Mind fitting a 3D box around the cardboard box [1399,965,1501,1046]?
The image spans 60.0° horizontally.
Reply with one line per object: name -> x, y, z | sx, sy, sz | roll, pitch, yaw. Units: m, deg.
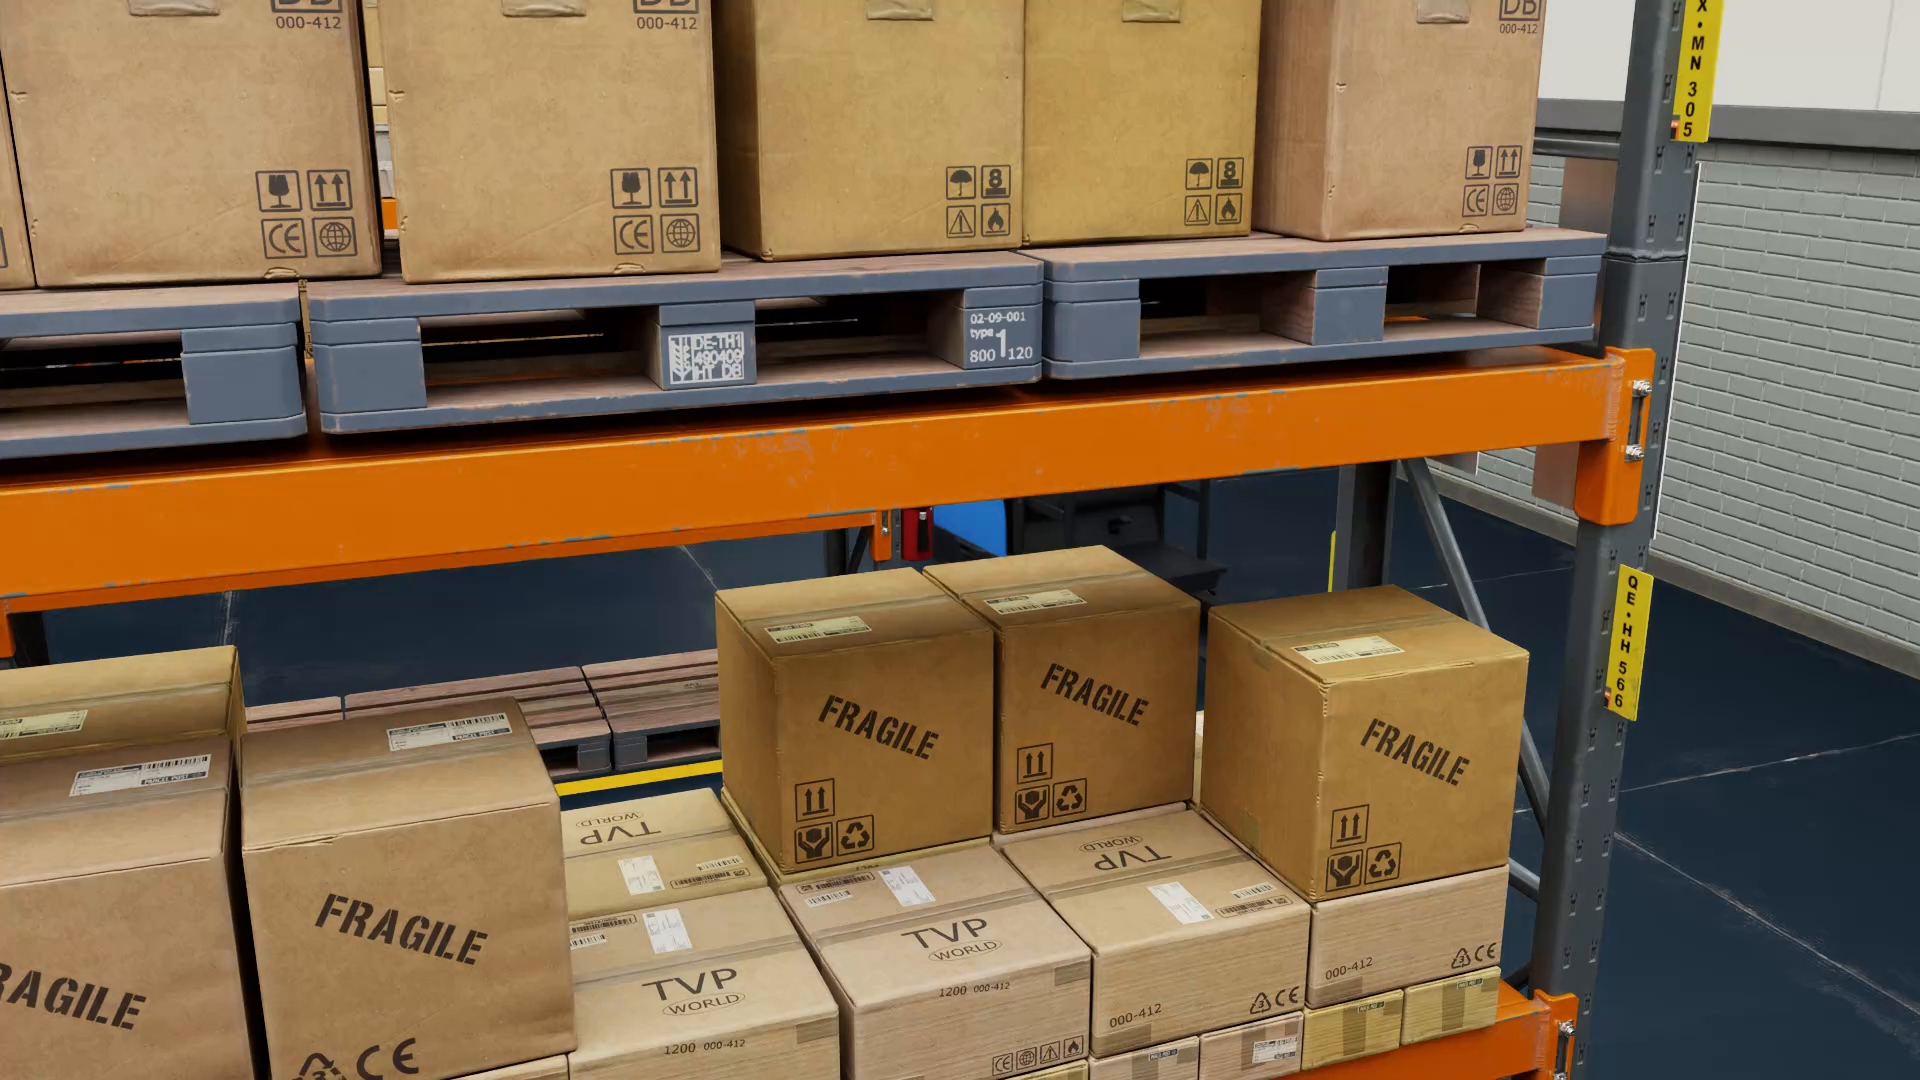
cardboard box -> 1.029, 0.987, 3.858 | 0.250, 0.149, 0.380 | -6, 17, -19

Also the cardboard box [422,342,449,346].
cardboard box -> -4.040, -1.641, 12.185 | 0.500, 0.500, 0.500 | -6, 18, -21

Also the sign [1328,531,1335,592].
sign -> 1.050, 0.144, 4.606 | 0.005, 0.325, 0.100 | -6, 17, -20

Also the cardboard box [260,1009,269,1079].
cardboard box -> -1.493, 1.050, 2.939 | 0.500, 0.250, 0.500 | -6, 17, -20

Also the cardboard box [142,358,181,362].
cardboard box -> -5.460, -1.487, 11.660 | 0.500, 0.500, 0.500 | -6, 17, -19

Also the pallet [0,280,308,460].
pallet -> -1.724, -0.329, 2.728 | 1.213, 0.211, 1.003 | -6, 17, -20

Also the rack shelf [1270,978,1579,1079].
rack shelf -> -0.624, 1.291, 3.655 | 4.000, 0.370, 1.077 | -6, 17, -20

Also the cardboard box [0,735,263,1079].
cardboard box -> -1.490, 0.688, 2.838 | 0.500, 0.500, 0.500 | -6, 17, -20

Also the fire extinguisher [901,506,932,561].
fire extinguisher -> -0.225, -0.238, 8.386 | 0.183, 0.674, 0.296 | -6, 17, -20

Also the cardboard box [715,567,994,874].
cardboard box -> -0.250, 0.395, 3.836 | 0.500, 0.500, 0.500 | -7, 18, -22

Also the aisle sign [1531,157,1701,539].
aisle sign -> 1.418, -0.431, 3.630 | 0.004, 0.787, 0.394 | -6, 17, -20

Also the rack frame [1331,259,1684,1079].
rack frame -> 1.243, 0.744, 4.240 | 0.127, 3.000, 1.000 | -6, 17, -20

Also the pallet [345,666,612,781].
pallet -> -2.450, 0.974, 8.407 | 1.213, 0.211, 1.003 | -6, 17, -20

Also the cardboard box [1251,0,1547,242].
cardboard box -> 0.777, -0.926, 3.503 | 0.500, 0.500, 0.700 | -7, 18, -23

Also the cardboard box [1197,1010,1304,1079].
cardboard box -> 0.551, 1.039, 3.682 | 0.250, 0.149, 0.380 | -6, 17, -20

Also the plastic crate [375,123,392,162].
plastic crate -> -2.709, -1.799, 7.787 | 0.530, 0.282, 0.437 | -6, 17, -20

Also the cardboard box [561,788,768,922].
cardboard box -> -0.740, 0.809, 3.759 | 0.500, 0.250, 0.500 | -7, 18, -21

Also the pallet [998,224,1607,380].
pallet -> 0.554, -0.575, 3.566 | 1.213, 0.211, 1.003 | -6, 17, -20

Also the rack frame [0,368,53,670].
rack frame -> -4.264, -0.156, 7.304 | 0.127, 3.000, 1.000 | -6, 17, -20

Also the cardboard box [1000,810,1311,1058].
cardboard box -> 0.412, 0.843, 3.642 | 0.500, 0.250, 0.500 | -6, 18, -21

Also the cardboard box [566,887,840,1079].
cardboard box -> -0.548, 0.948, 3.284 | 0.500, 0.250, 0.500 | -6, 17, -20

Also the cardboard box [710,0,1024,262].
cardboard box -> -0.257, -0.836, 3.197 | 0.500, 0.500, 0.700 | -7, 18, -24

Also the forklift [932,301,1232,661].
forklift -> 0.953, -0.941, 10.102 | 1.130, 2.935, 3.031 | -9, 19, -28

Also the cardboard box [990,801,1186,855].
cardboard box -> 0.216, 0.705, 4.112 | 0.500, 0.250, 0.500 | -6, 18, -21

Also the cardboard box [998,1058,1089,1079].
cardboard box -> 0.076, 1.091, 3.506 | 0.250, 0.149, 0.380 | -7, 18, -21

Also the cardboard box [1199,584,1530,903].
cardboard box -> 0.883, 0.432, 3.711 | 0.500, 0.500, 0.500 | -6, 17, -19

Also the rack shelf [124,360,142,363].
rack shelf -> -4.165, -1.316, 12.532 | 4.000, 0.370, 1.077 | -6, 17, -20

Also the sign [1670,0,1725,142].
sign -> 1.425, -0.938, 3.213 | 0.005, 0.325, 0.100 | -6, 17, -20

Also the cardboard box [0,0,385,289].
cardboard box -> -1.279, -0.737, 2.860 | 0.500, 0.500, 0.700 | -5, 17, -17

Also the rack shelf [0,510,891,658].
rack shelf -> -2.396, -0.012, 8.092 | 4.000, 0.370, 1.077 | -6, 17, -20

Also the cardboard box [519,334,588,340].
cardboard box -> -3.102, -1.740, 12.524 | 0.500, 0.500, 0.500 | -6, 17, -20

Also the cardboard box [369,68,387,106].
cardboard box -> -4.086, -3.199, 11.722 | 0.500, 0.250, 0.500 | -6, 17, -20

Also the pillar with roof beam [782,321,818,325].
pillar with roof beam -> -0.322, -5.411, 14.554 | 0.400, 9.000, 9.100 | -6, 17, -20
